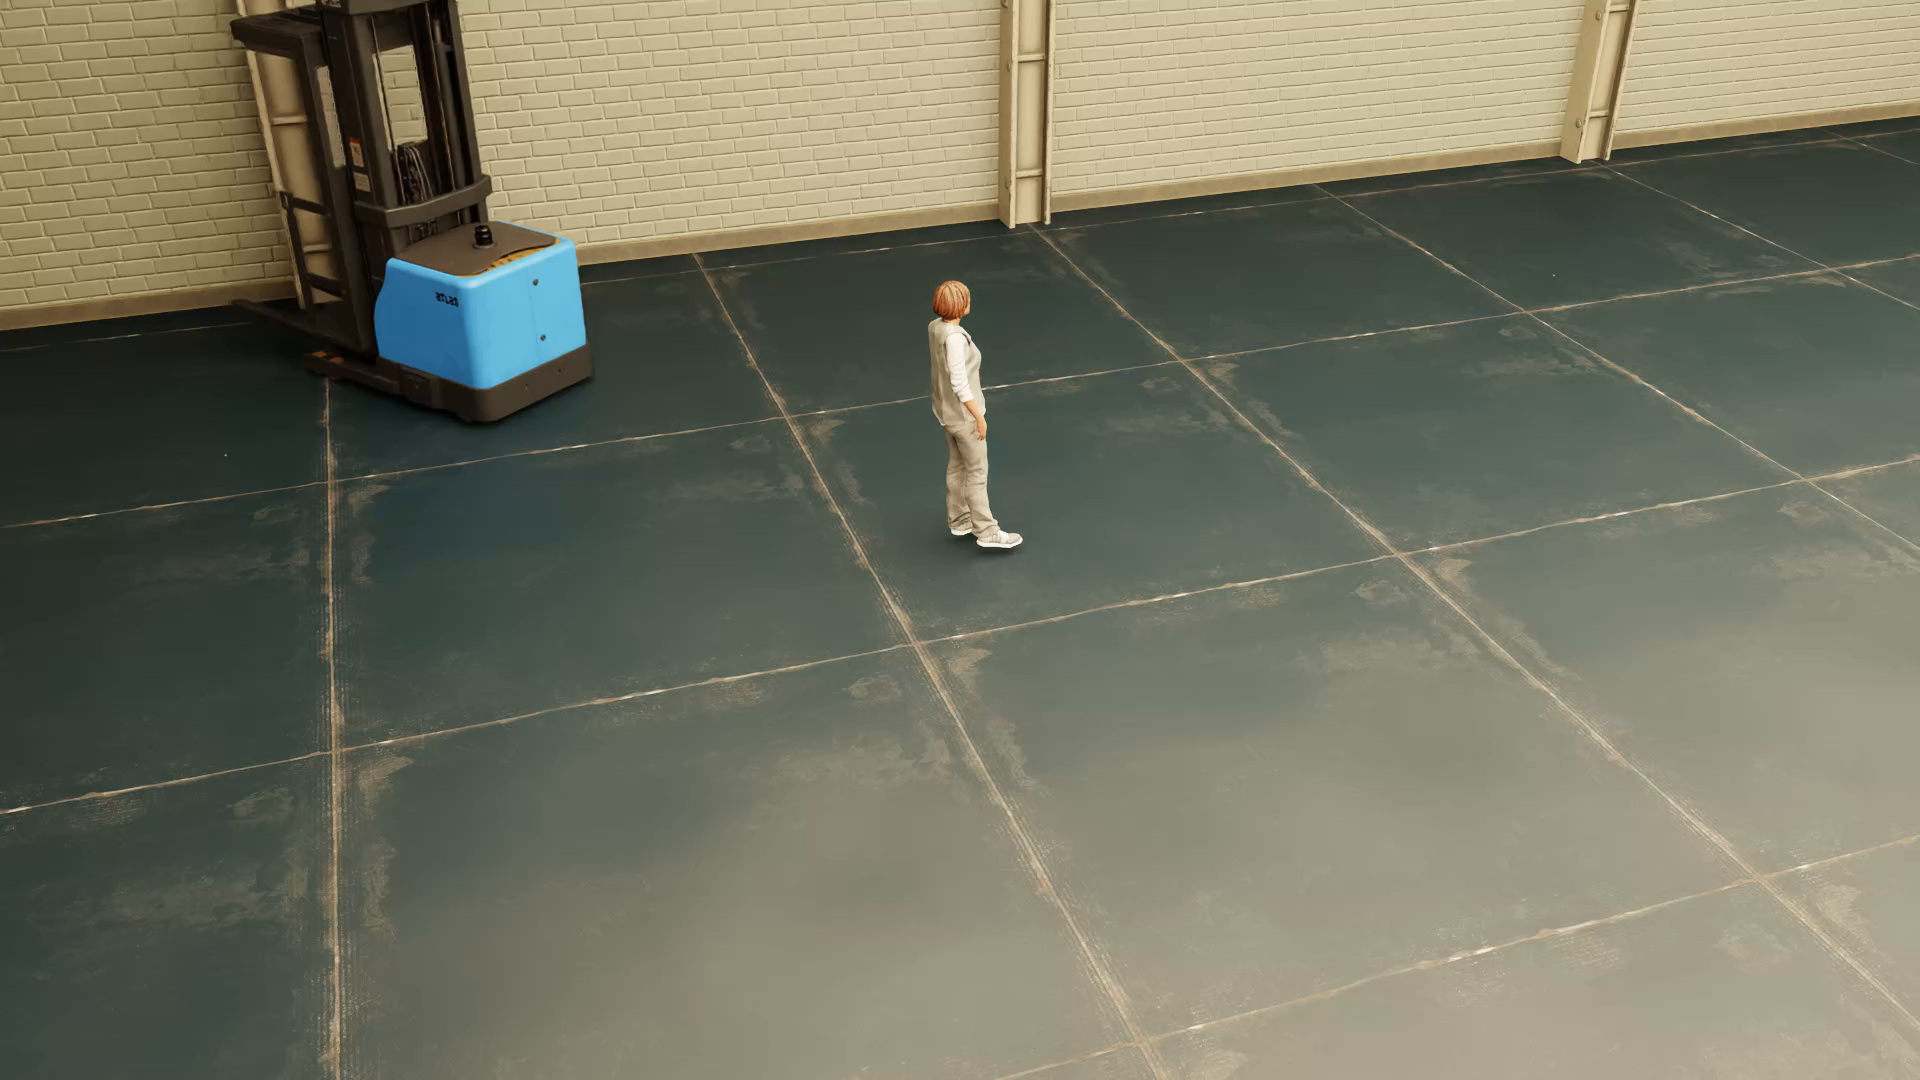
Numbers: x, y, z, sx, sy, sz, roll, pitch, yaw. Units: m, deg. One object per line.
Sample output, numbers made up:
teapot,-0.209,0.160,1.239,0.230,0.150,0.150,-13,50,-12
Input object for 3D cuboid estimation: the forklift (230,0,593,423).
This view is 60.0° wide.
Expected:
forklift,-4.155,-2.625,11.649,3.031,2.935,1.130,18,35,29

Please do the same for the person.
person,0.075,-0.732,9.616,0.472,1.584,0.520,-10,31,-16
